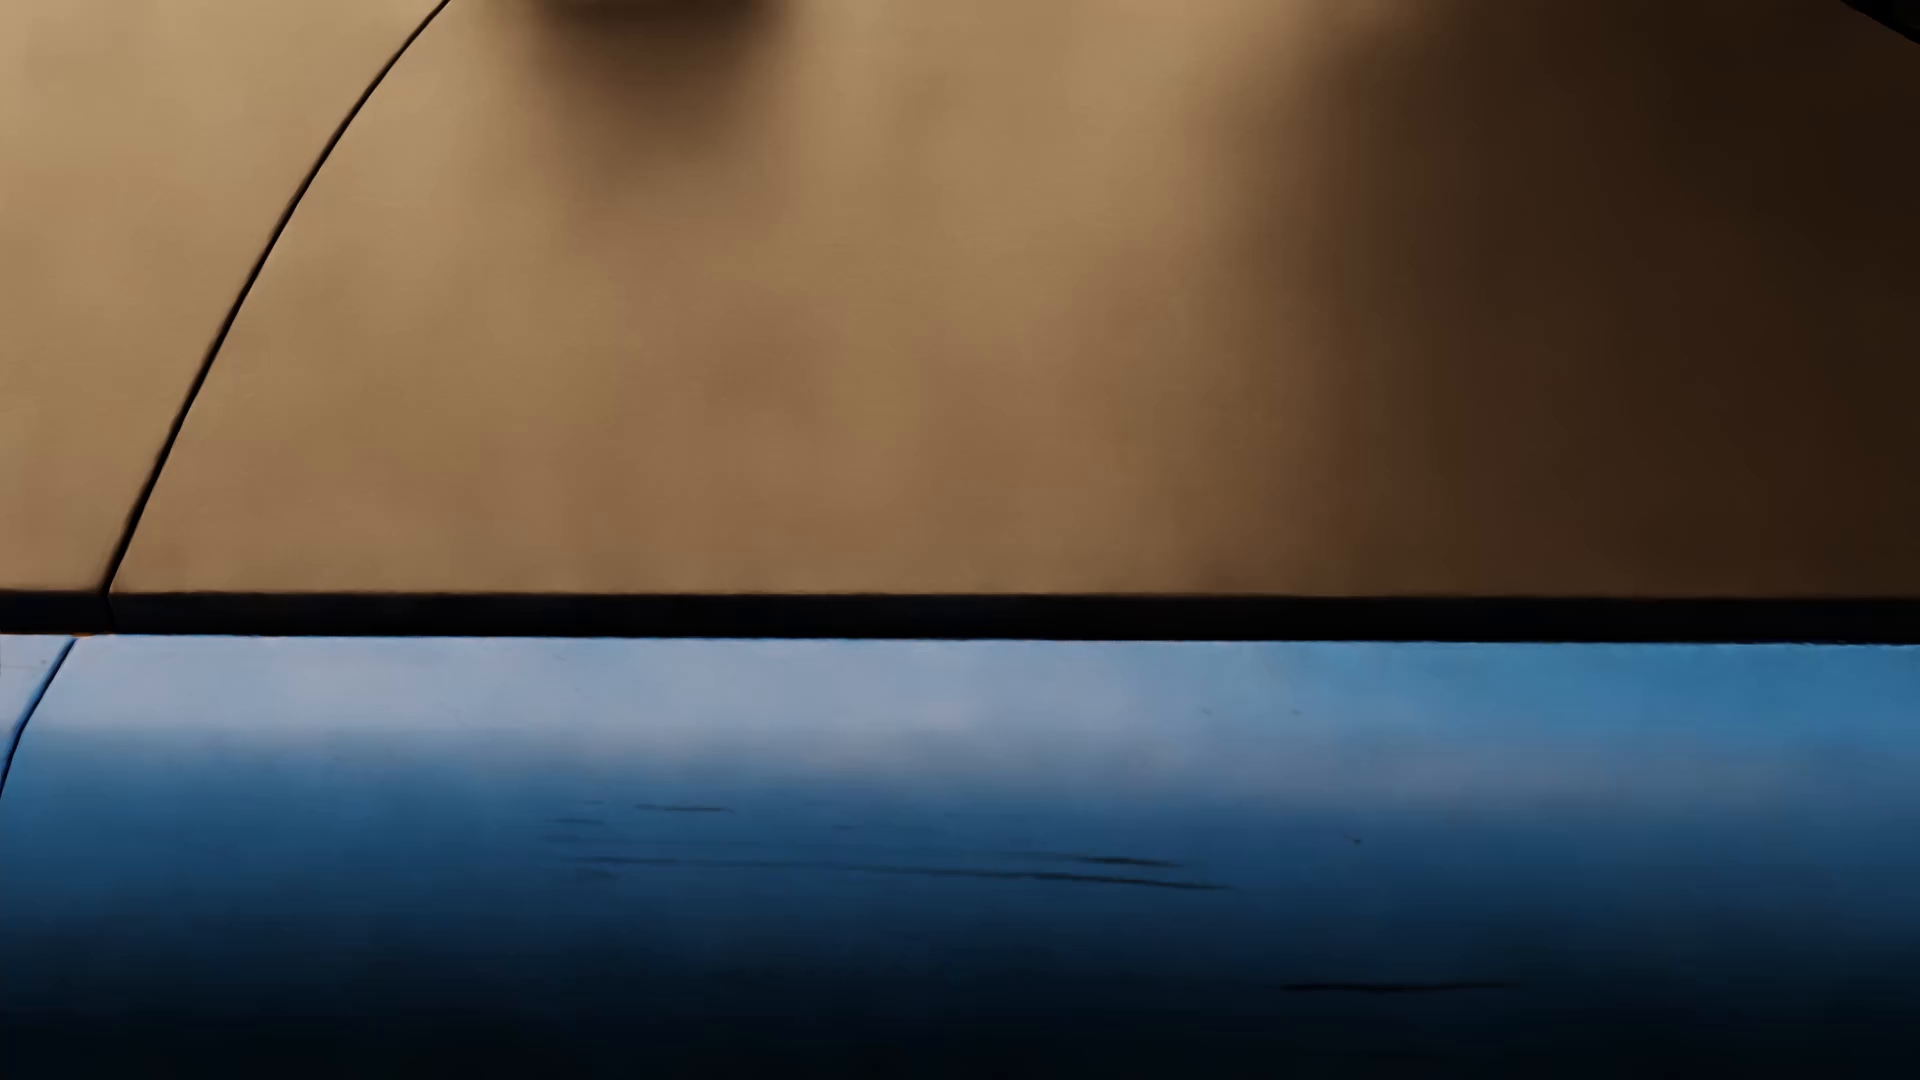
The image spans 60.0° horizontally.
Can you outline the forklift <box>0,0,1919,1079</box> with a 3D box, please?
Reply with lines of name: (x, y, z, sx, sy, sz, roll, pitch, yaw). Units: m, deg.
forklift: (0.992, -0.546, 0.490, 3.031, 2.935, 1.130, 0, 30, 0)
